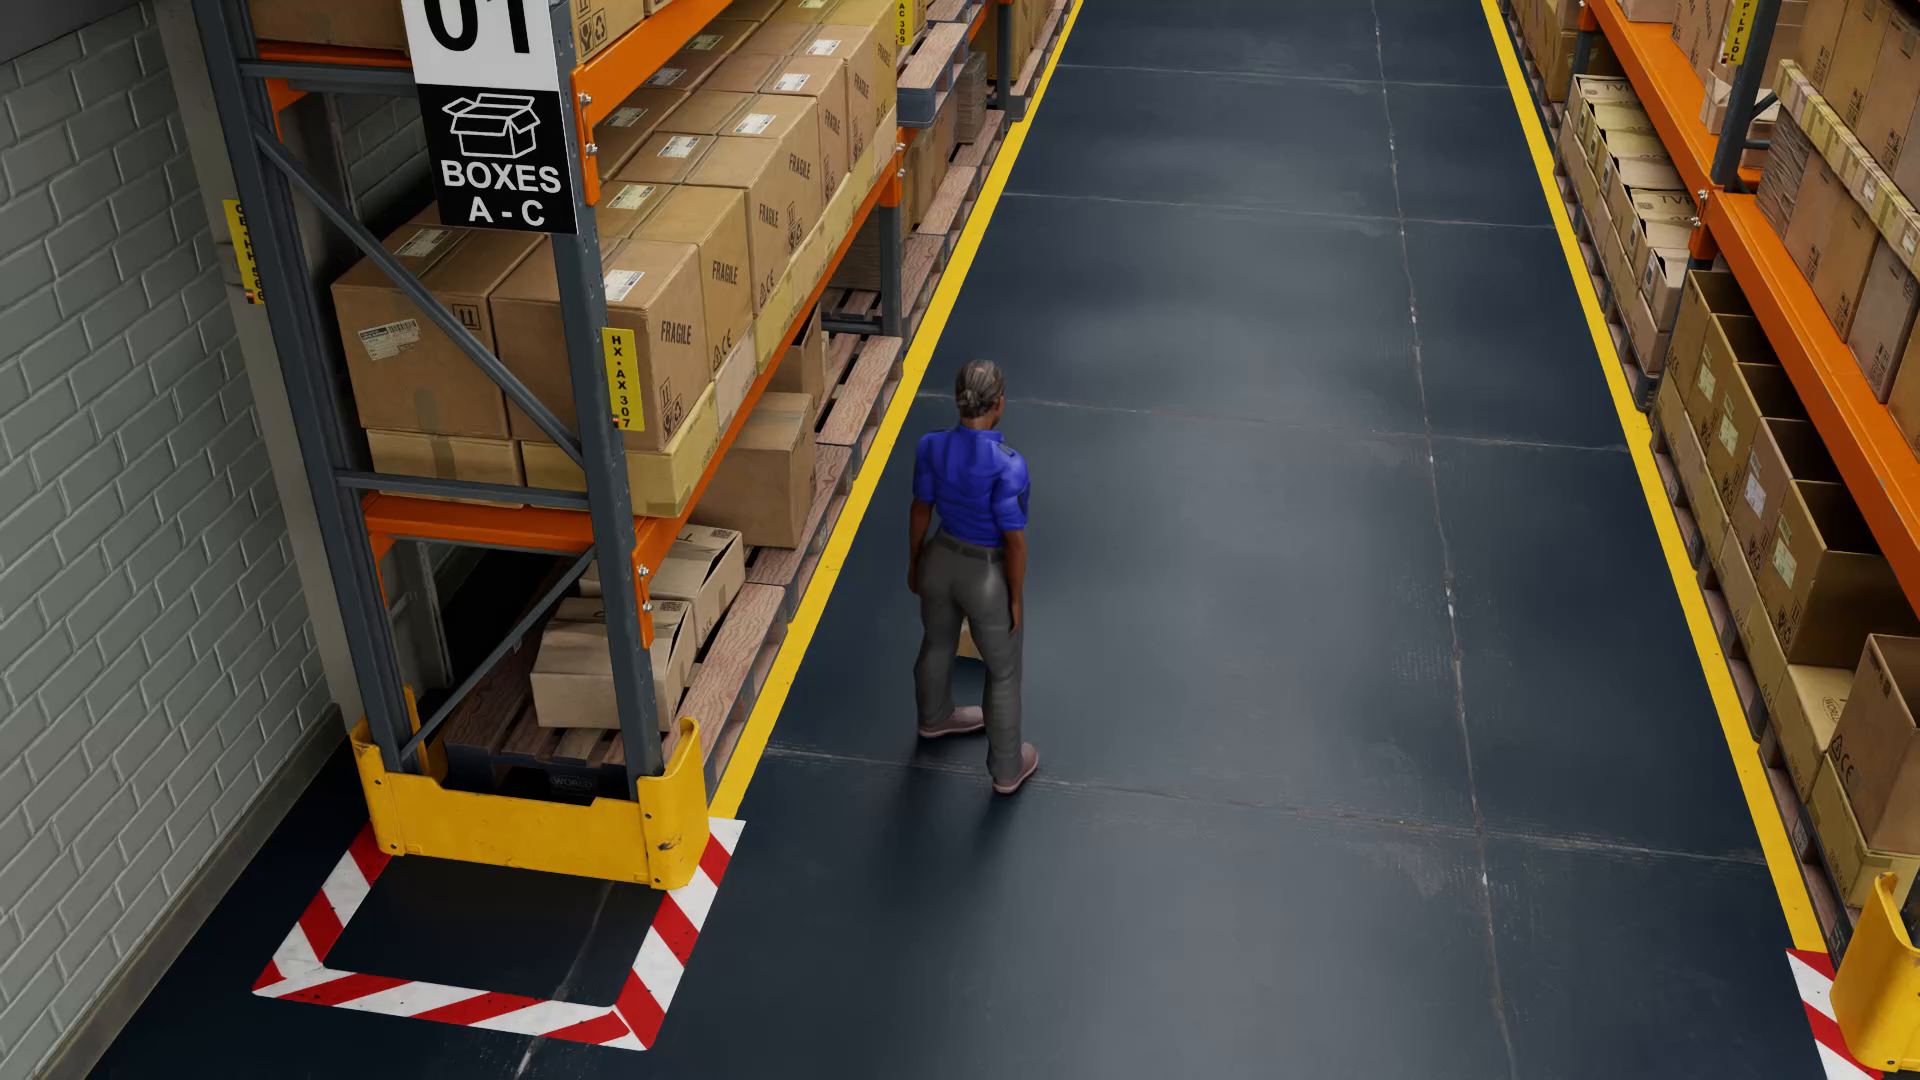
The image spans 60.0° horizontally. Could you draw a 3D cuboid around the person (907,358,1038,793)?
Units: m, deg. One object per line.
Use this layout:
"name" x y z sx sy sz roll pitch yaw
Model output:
"person" 0.054 0.124 5.943 0.515 1.646 0.398 19 37 26
